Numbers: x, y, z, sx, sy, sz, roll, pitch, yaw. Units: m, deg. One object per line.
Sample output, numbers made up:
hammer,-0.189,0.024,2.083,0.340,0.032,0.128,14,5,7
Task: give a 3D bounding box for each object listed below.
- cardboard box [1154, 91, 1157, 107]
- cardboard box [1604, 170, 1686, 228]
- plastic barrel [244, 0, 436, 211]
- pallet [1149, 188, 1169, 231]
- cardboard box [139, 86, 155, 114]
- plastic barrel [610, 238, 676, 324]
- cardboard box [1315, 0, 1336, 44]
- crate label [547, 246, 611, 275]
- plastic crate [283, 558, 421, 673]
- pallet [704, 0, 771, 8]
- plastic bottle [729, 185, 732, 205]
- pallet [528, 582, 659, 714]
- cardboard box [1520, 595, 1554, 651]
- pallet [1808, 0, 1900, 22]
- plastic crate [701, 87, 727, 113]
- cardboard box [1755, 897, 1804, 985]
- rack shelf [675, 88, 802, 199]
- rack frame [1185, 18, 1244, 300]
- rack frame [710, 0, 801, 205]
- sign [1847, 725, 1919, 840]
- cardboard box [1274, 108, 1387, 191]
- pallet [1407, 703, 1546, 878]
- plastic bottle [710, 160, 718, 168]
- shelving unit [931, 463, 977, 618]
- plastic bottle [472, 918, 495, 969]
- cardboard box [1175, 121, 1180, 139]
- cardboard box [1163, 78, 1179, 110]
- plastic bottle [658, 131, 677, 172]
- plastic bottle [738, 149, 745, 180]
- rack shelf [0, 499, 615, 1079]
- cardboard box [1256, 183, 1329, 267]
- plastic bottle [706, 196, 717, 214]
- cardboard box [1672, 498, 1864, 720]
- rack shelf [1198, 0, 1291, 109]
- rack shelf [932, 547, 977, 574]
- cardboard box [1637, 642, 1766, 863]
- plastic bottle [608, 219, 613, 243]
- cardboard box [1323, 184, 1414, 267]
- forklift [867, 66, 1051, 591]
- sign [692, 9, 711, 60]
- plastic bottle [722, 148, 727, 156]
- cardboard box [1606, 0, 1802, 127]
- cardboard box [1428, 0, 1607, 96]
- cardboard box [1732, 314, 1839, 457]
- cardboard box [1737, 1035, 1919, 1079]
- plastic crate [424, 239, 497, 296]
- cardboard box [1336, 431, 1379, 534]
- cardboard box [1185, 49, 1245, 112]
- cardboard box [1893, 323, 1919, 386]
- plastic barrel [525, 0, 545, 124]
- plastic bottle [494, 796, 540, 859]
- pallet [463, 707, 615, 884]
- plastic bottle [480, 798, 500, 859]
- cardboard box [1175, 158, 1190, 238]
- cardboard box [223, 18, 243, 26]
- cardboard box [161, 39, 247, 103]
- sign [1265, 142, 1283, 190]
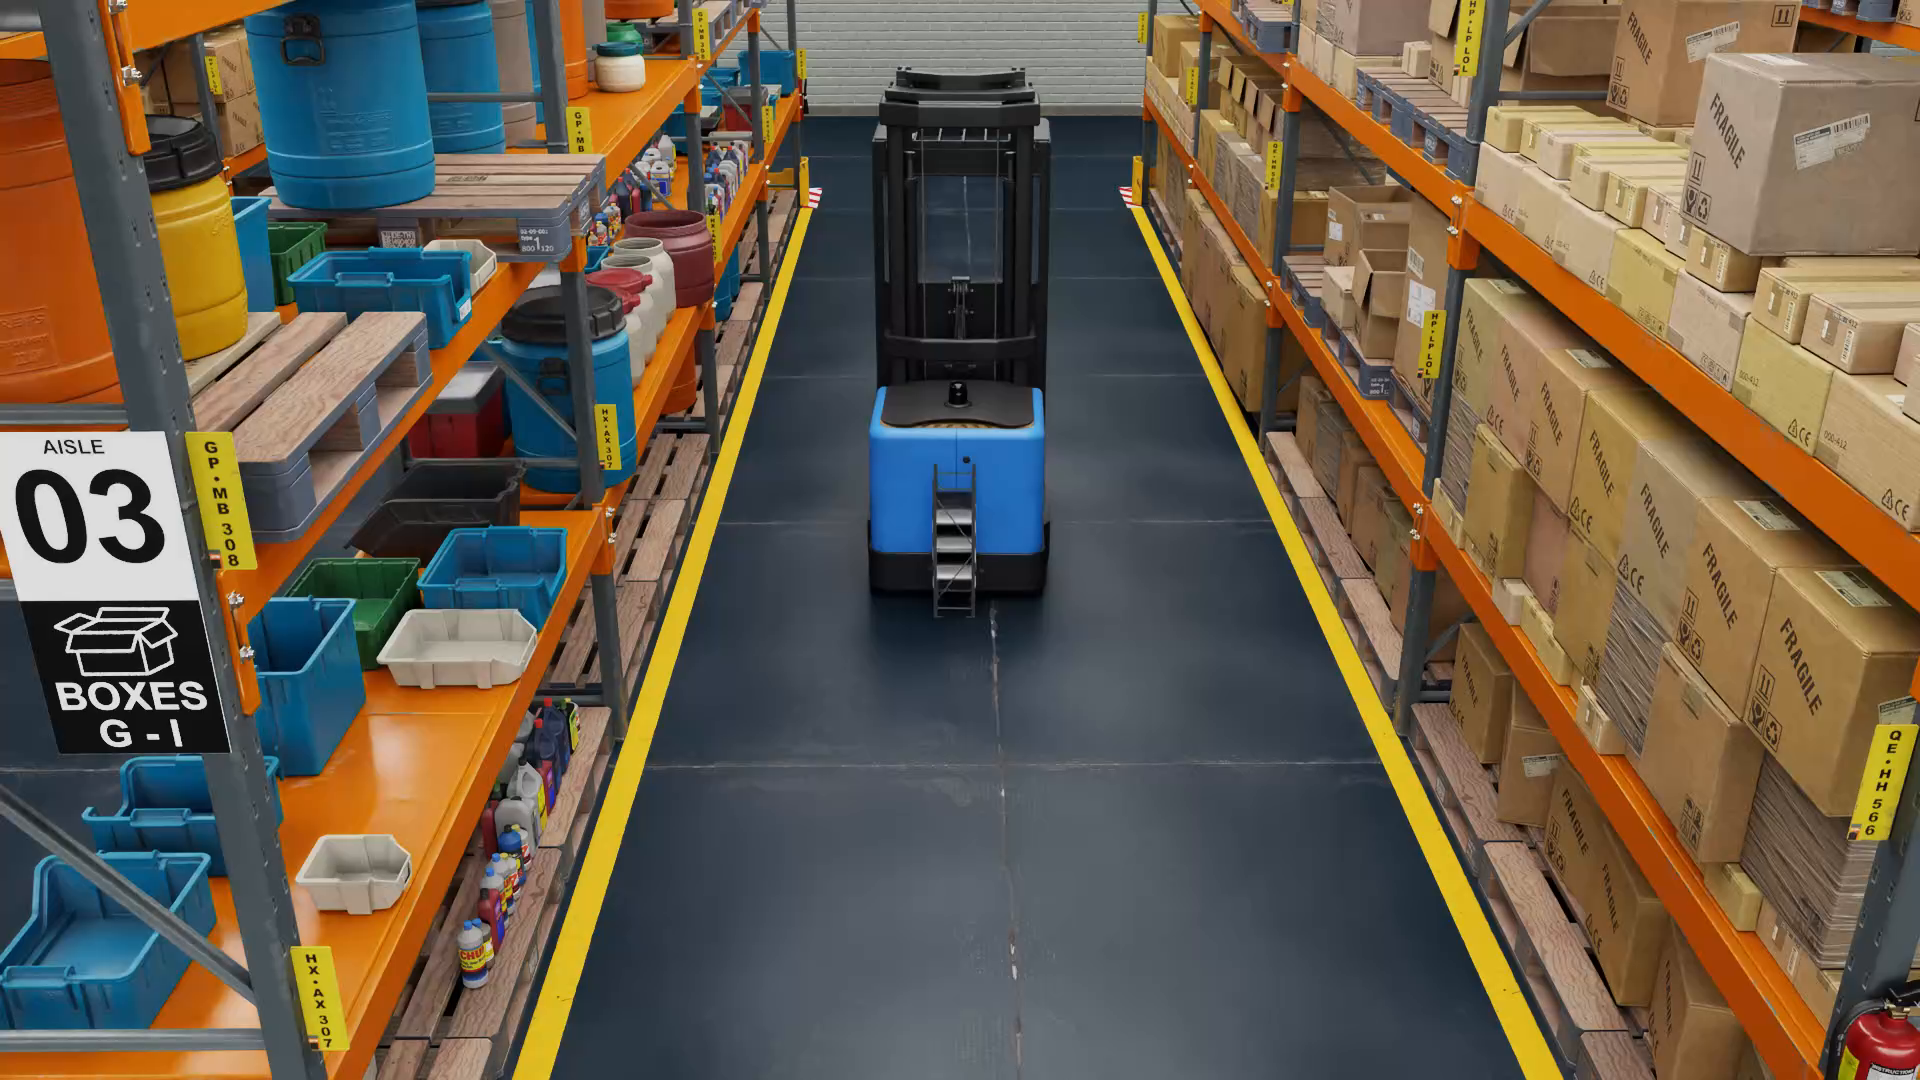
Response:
cardboard box,2.296,-4.746,17.909,0.380,0.149,0.250,-1,24,-1
cardboard box,2.489,-1.190,5.799,0.380,0.149,0.250,-1,24,-2
plastic barrel,-2.308,-1.736,6.190,0.600,0.901,0.708,0,24,-1
pallet,2.697,-3.727,18.735,1.003,0.211,1.213,0,24,-1
cardboard box,-7.470,-3.677,14.608,0.700,0.500,0.500,-9,26,-18
plastic barrel,-2.030,-1.636,10.592,0.421,0.512,0.421,0,24,0
cardboard box,2.448,-3.267,9.965,0.500,0.500,0.500,0,24,0
crate label,-2.515,-1.614,10.635,0.502,0.435,0.616,0,24,-1
plastic crate,-2.479,0.297,6.710,0.450,0.188,0.662,0,24,-1
pallet,-2.192,-4.615,13.902,1.213,0.211,1.003,0,24,-1
plastic bottle,-1.929,-2.848,13.648,0.097,0.201,0.097,0,24,0
pallet,-2.259,0.587,9.196,1.003,0.211,1.213,0,24,-1
cardboard box,2.481,0.337,6.670,0.380,0.149,0.250,0,24,-1
pallet,7.529,-4.258,13.114,1.213,0.211,1.003,0,24,-1
plastic crate,-2.654,-4.610,17.434,0.416,0.233,0.300,0,24,-1
cardboard box,2.573,1.161,4.848,0.380,0.149,0.250,0,24,-1
rack shelf,-2.320,-4.153,17.165,1.077,0.370,4.000,0,24,-1
rack frame,2.654,-3.679,15.244,1.000,3.000,0.127,0,24,-1
rack frame,-2.342,-5.305,18.839,1.000,3.000,0.127,0,24,-1
sign,2.230,0.589,4.020,0.100,0.325,0.005,0,24,-1
cardboard box,2.706,-2.835,12.039,0.797,0.503,0.637,1,24,1
pallet,2.784,1.165,7.919,1.003,0.211,1.213,0,24,-1
plastic bottle,-2.086,-3.070,14.055,0.097,0.271,0.097,0,24,0
shelving unit,-0.031,0.008,9.626,0.258,0.900,0.210,0,28,1
plastic bottle,-1.877,1.572,6.497,0.097,0.201,0.097,0,24,0
cardboard box,2.315,-4.006,16.273,0.380,0.149,0.250,0,24,0
cardboard box,2.371,-4.559,17.011,0.500,0.250,0.500,-1,24,-2
plastic bottle,-2.618,-3.471,14.844,0.144,0.351,0.185,0,24,-1
plastic bottle,-1.967,-3.289,14.532,0.152,0.276,0.135,0,24,-1
rack shelf,-2.190,0.792,6.232,1.077,0.370,4.000,0,24,-1
cardboard box,2.445,-2.278,12.026,0.500,0.500,0.500,0,24,1
plastic bottle,-1.919,-2.518,12.834,0.097,0.271,0.097,0,24,0
cardboard box,2.521,0.198,4.977,0.500,0.500,0.500,0,24,-1
rack shelf,2.676,-3.894,12.952,1.077,0.370,4.000,0,24,-1
rack shelf,-0.031,0.117,9.684,0.258,0.077,0.200,0,28,1
cardboard box,2.681,0.653,5.185,0.875,0.500,0.500,0,24,-1
plastic bottle,-2.675,-2.346,12.537,0.097,0.201,0.097,0,24,0
cardboard box,2.744,-2.045,11.001,0.500,0.500,0.500,-3,25,-7
forklift,0.016,-1.594,10.717,1.130,2.935,3.031,1,24,1
sign,-1.705,-3.333,10.966,0.100,0.325,0.005,0,24,-1
plastic bottle,-2.096,-3.397,14.862,0.097,0.201,0.097,0,24,0
cardboard box,3.001,-1.974,6.745,0.500,0.500,0.500,-1,24,-2
cardboard box,2.824,-2.570,8.517,0.797,0.503,0.637,1,24,2
cardboard box,2.517,-0.436,4.615,0.500,0.250,0.500,0,24,0
cardboard box,2.795,1.956,5.309,0.500,0.500,0.500,4,25,9
plastic crate,-1.790,-0.947,5.884,0.243,0.136,0.396,0,24,-1
cardboard box,2.757,-0.354,10.392,0.700,0.500,0.500,2,24,4
cardboard box,2.382,-4.276,15.475,0.500,0.500,0.500,0,24,1
cardboard box,2.584,-0.435,4.130,0.380,0.149,0.250,-1,24,-2
plastic barrel,-2.448,-2.703,8.838,0.600,0.901,0.708,0,24,-1
plastic bottle,-1.913,1.224,7.176,0.152,0.276,0.135,0,24,0
pallet,-2.246,1.187,7.869,1.003,0.211,1.213,0,24,-1
plastic bottle,-2.019,1.221,7.173,0.061,0.283,0.133,0,24,-1
cardboard box,2.717,-3.545,17.018,0.875,0.875,0.875,0,24,-1
cardboard box,-7.534,-4.970,16.765,0.500,0.500,0.500,0,24,-1
cardboard box,-6.975,-4.332,15.355,0.500,0.500,0.500,0,24,1
sign,2.143,-2.554,11.353,0.100,0.325,0.005,0,24,-1
